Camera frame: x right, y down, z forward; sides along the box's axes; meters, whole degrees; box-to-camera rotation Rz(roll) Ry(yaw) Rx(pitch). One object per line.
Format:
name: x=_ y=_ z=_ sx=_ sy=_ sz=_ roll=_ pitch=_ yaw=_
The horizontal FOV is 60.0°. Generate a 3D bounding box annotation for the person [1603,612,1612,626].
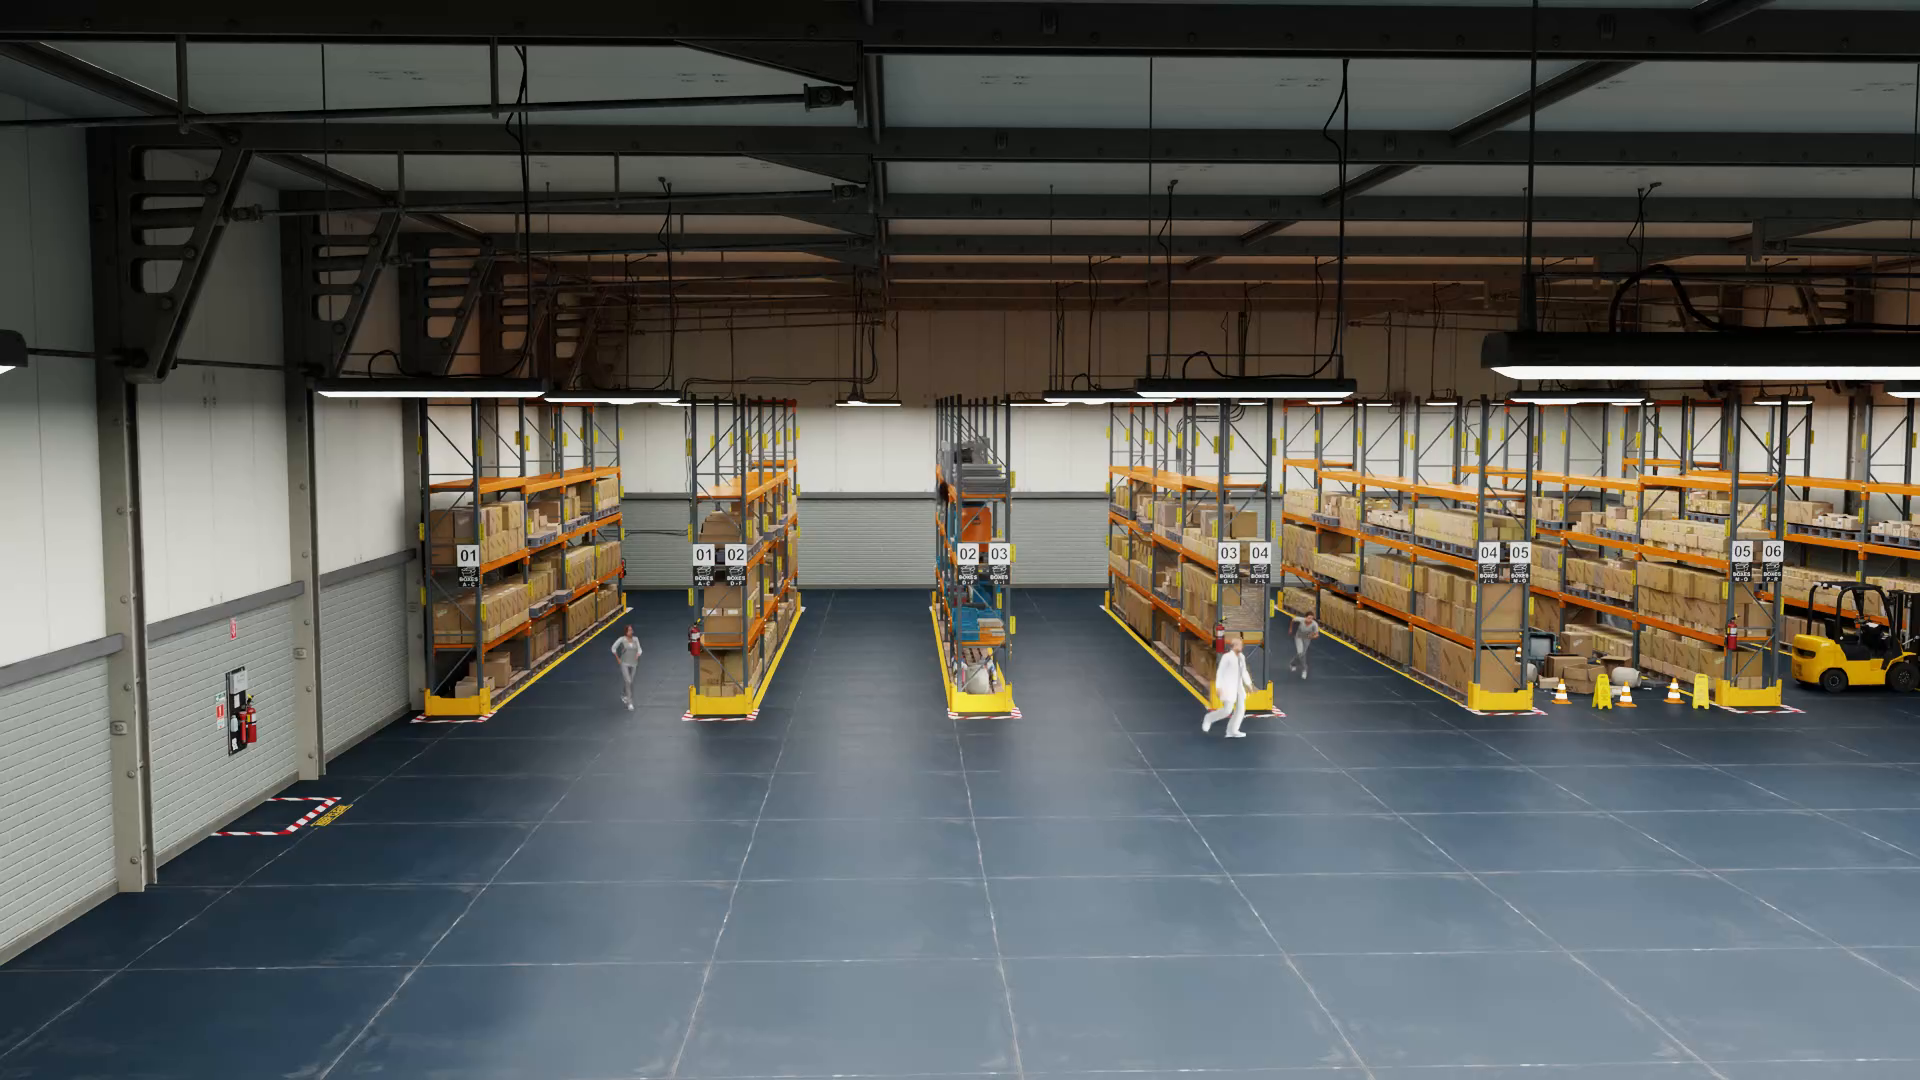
person: x=16.453 y=1.543 z=42.704 sx=0.598 sy=1.660 sz=0.942 roll=-1 pitch=5 yaw=-9

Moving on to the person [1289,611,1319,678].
person: x=7.367 y=2.200 z=35.722 sx=0.554 sy=1.461 sz=1.108 roll=0 pitch=5 yaw=-3

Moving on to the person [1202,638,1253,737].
person: x=4.656 y=2.662 z=29.005 sx=0.801 sy=1.553 sz=0.711 roll=-4 pitch=6 yaw=-43

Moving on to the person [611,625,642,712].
person: x=-6.356 y=2.434 z=31.807 sx=0.559 sy=1.622 sz=0.745 roll=-3 pitch=5 yaw=-31
